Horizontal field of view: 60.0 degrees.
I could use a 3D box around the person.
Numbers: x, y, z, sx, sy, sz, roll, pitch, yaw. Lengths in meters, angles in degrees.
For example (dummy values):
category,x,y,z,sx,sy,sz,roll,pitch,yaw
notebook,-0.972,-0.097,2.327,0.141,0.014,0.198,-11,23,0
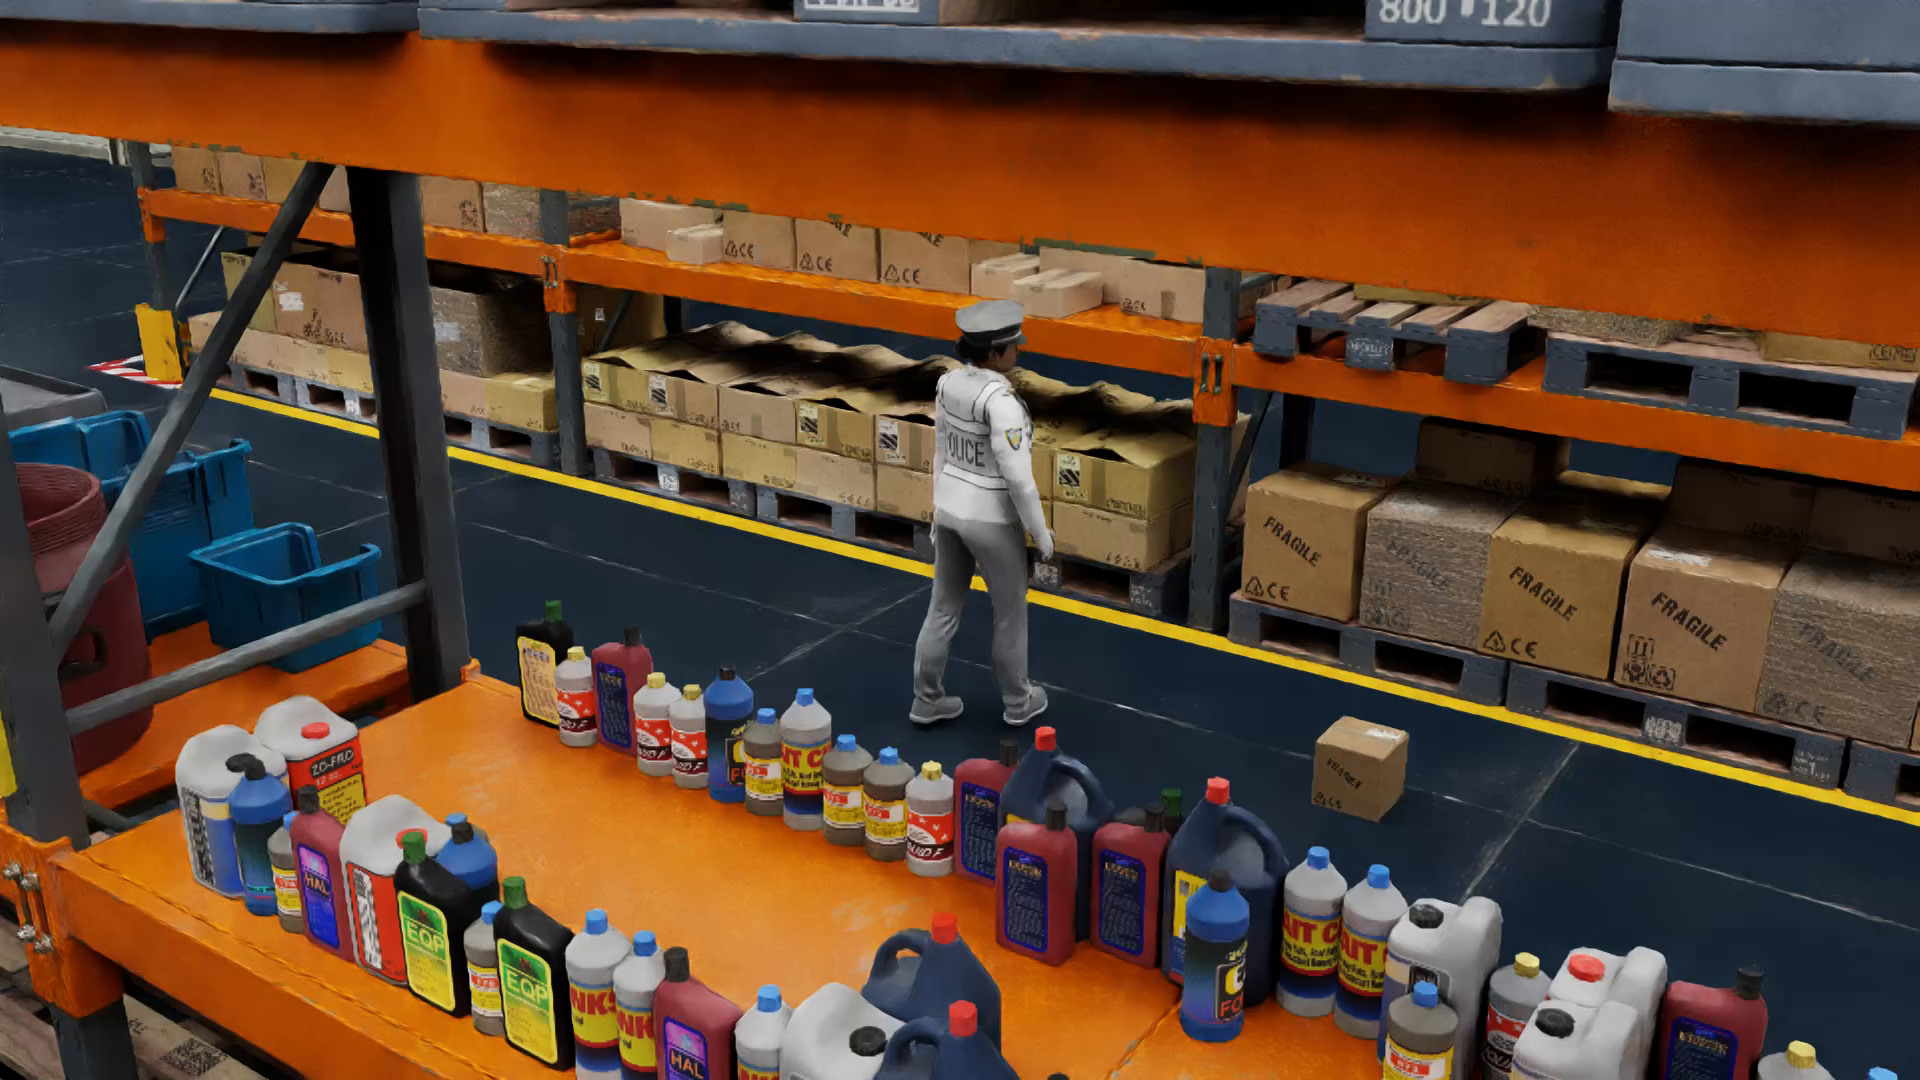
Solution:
category,x,y,z,sx,sy,sz,roll,pitch,yaw
person,0.125,-0.067,6.238,0.564,1.677,0.568,-15,25,-35
